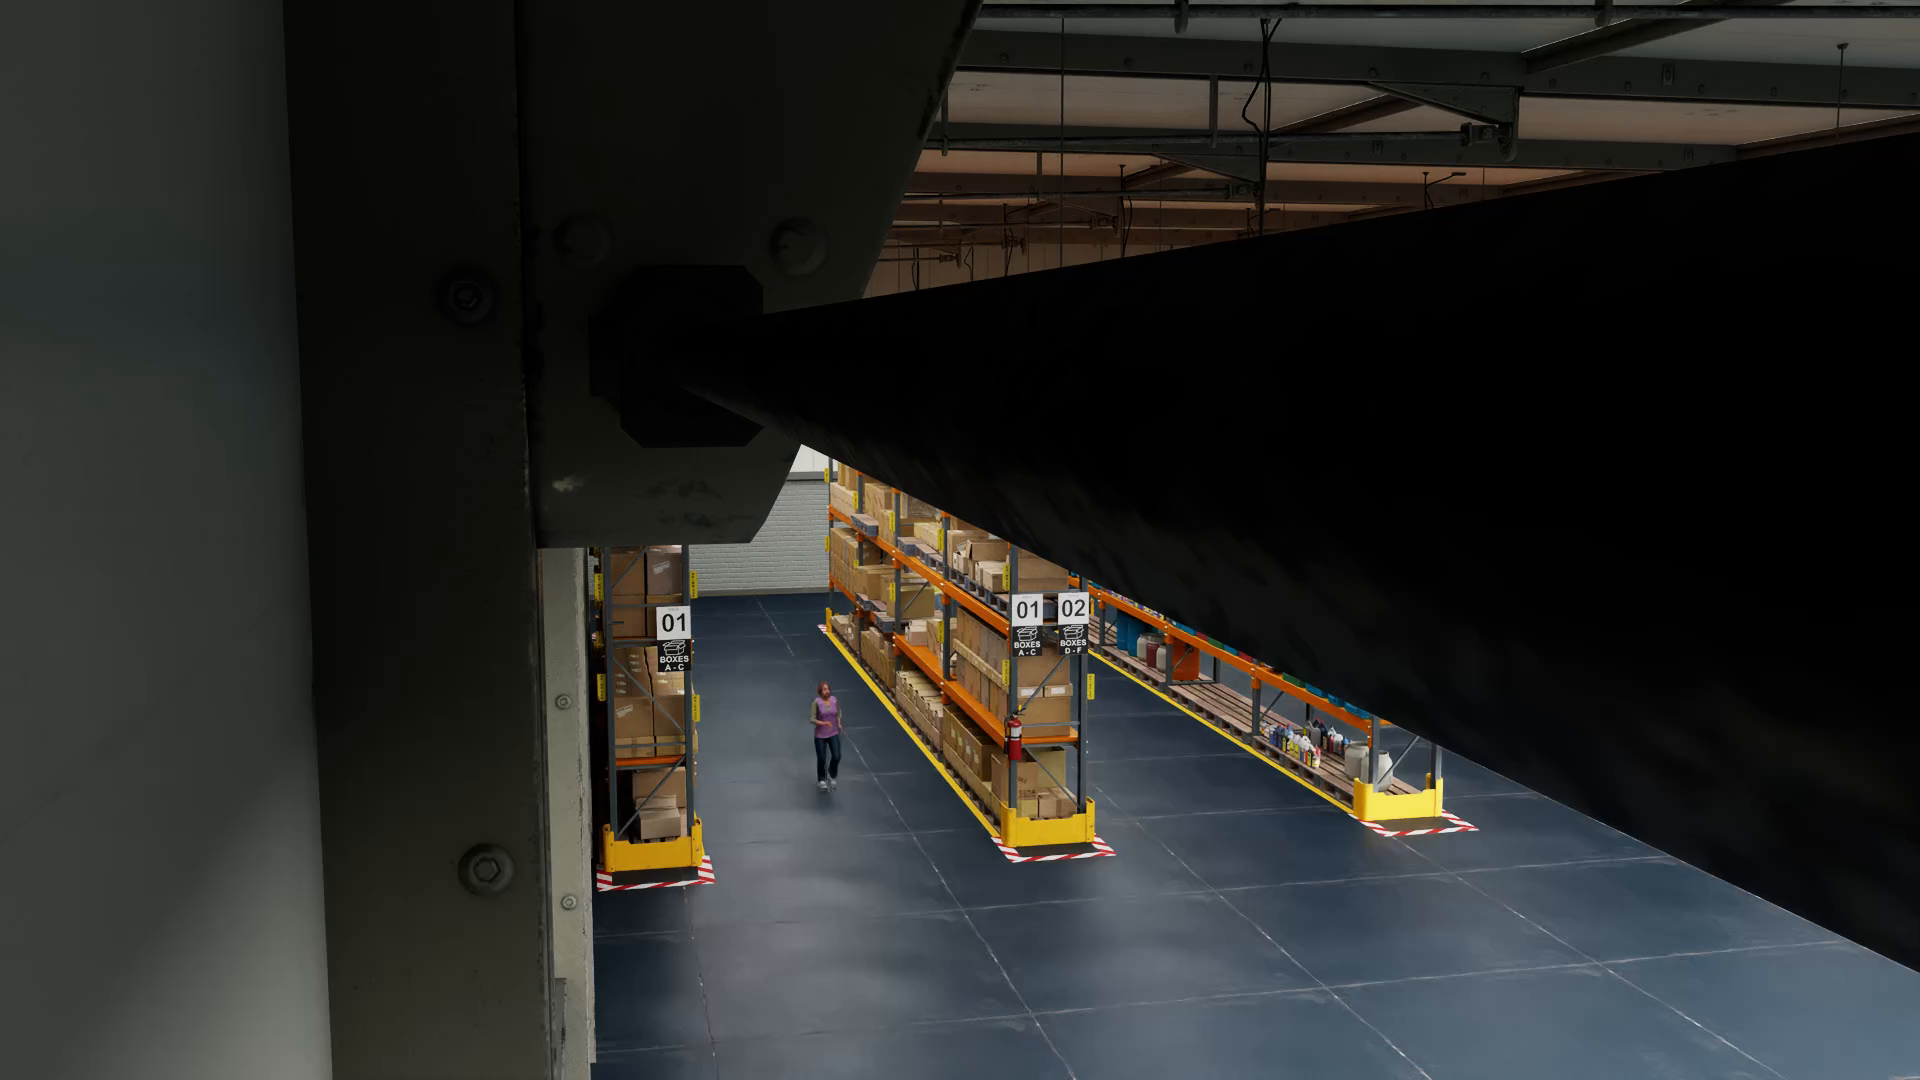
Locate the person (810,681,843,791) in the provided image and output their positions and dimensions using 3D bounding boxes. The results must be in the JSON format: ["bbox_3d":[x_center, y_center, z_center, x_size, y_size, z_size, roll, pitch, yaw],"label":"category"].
[{"bbox_3d":[-1.863,2.767,23.383,0.510,1.563,0.636,-2,7,-18],"label":"person"}]

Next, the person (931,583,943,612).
[{"bbox_3d":[-0.440,1.188,36.132,0.734,1.781,0.777,-4,8,-27],"label":"person"}]
